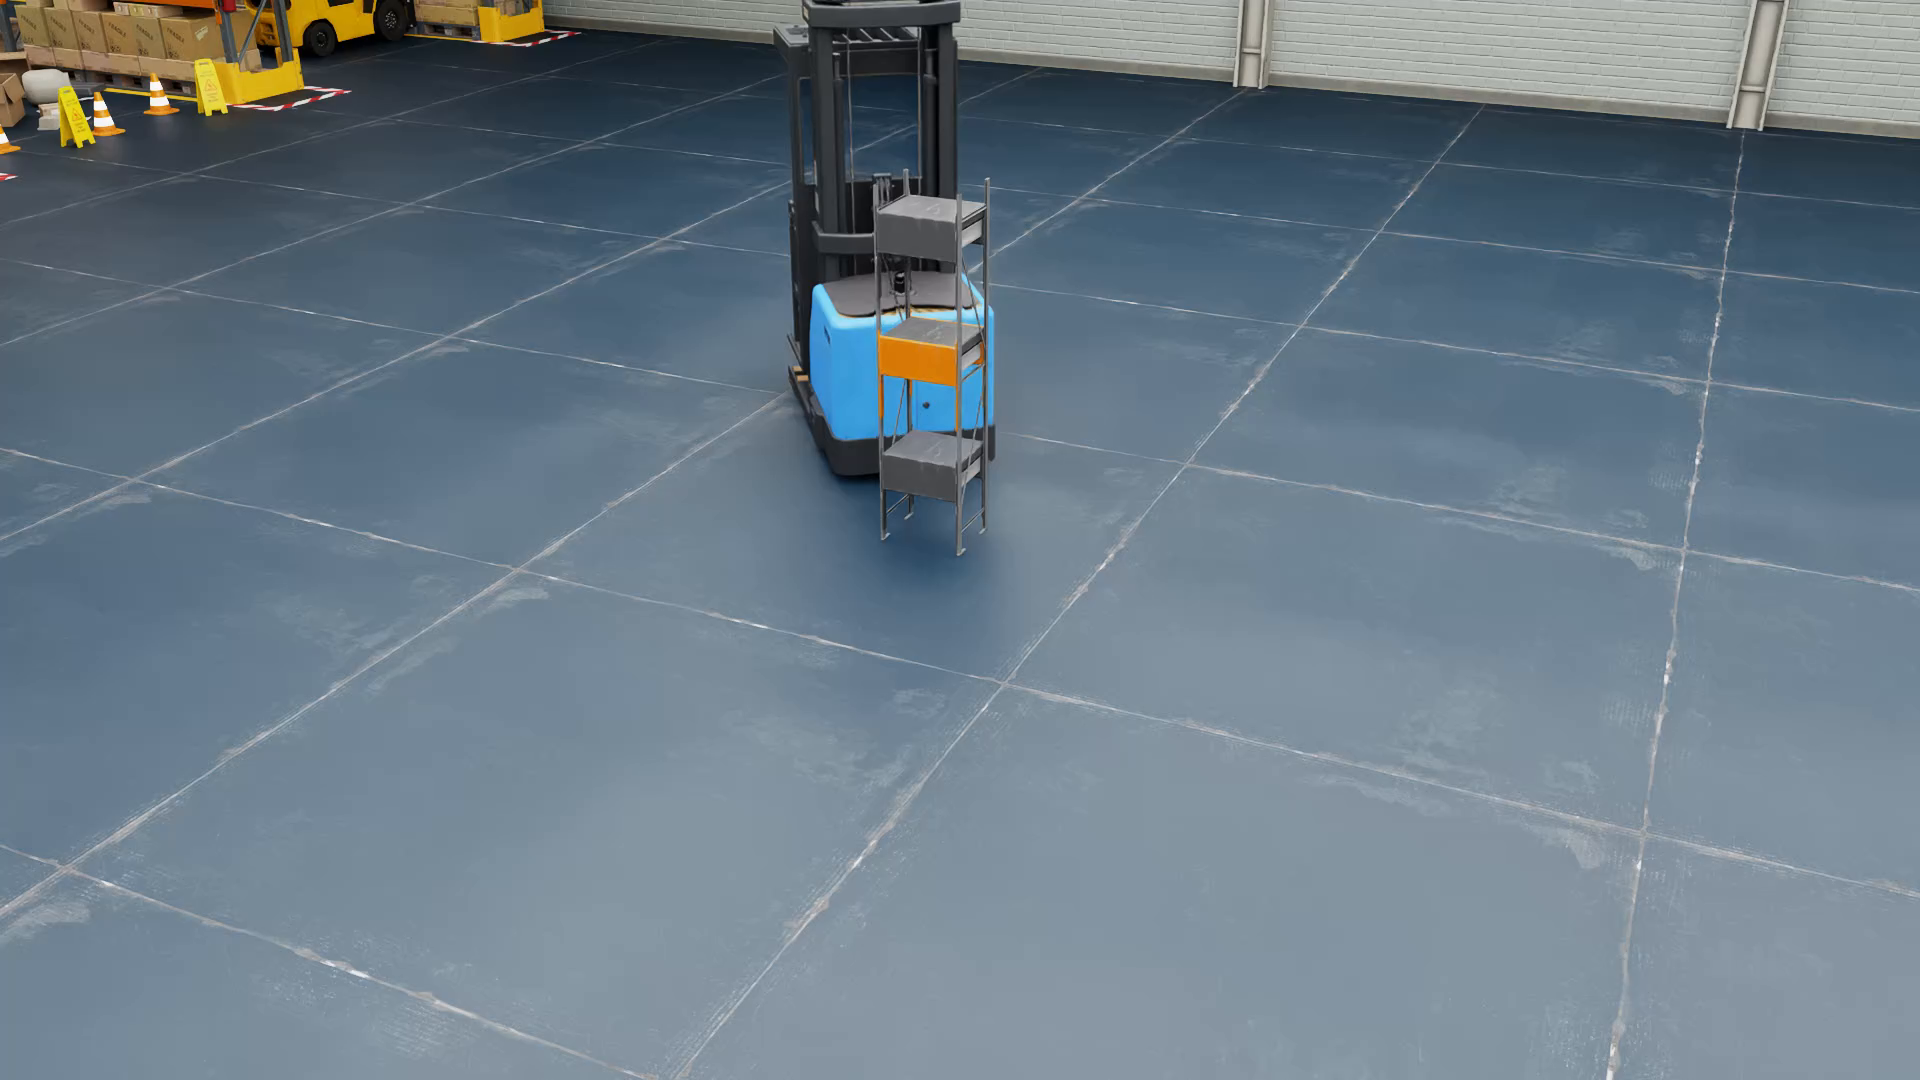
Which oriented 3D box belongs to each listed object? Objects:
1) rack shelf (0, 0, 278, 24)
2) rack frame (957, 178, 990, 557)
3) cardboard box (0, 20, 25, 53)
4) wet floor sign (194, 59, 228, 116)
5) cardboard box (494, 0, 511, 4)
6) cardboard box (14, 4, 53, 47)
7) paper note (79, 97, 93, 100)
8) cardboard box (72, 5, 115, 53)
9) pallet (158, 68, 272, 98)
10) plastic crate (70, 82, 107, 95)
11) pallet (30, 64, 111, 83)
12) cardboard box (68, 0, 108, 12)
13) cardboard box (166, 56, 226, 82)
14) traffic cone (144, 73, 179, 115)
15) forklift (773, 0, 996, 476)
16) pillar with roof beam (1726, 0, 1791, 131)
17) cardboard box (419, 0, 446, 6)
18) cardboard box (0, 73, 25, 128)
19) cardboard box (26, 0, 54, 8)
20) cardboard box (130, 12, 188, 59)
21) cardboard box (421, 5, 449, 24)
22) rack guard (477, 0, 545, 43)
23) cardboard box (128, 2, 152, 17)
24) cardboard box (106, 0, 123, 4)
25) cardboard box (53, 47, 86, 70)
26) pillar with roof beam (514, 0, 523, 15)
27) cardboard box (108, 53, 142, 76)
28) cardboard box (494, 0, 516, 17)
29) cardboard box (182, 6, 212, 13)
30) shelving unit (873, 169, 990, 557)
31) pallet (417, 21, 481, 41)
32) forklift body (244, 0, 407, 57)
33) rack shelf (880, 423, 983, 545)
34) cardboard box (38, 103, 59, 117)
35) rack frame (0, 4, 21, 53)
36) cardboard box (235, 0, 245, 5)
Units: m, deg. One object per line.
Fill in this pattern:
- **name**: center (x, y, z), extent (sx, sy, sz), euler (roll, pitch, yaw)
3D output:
- **rack shelf**: center (-10.704, -7.087, 21.564), extent (4.000, 0.370, 1.077), euler (11, 28, 22)
- **rack frame**: center (0.071, -0.928, 9.257), extent (0.015, 2.100, 0.400), euler (11, 28, 22)
- **cardboard box**: center (-13.003, -6.880, 22.828), extent (0.625, 0.372, 0.950), euler (12, 29, 22)
- **wet floor sign**: center (-9.153, -5.523, 20.238), extent (0.232, 0.644, 0.267), euler (23, 35, 39)
- **cardboard box**: center (-7.174, -8.390, 25.466), extent (0.500, 0.250, 0.500), euler (12, 29, 23)
- **cardboard box**: center (-12.099, -6.851, 22.057), extent (0.500, 0.500, 0.500), euler (13, 29, 24)
- **paper note**: center (-11.092, -5.605, 21.101), extent (0.148, 0.019, 0.142), euler (2, 26, 4)
- **cardboard box**: center (-11.136, -6.662, 21.674), extent (0.500, 0.500, 0.500), euler (13, 29, 24)
- **pallet**: center (-9.677, -5.970, 21.637), extent (1.213, 0.211, 1.003), euler (11, 28, 22)
- **plastic crate**: center (-11.435, -5.849, 21.540), extent (0.583, 0.080, 0.402), euler (2, 26, 4)
- **pallet**: center (-11.898, -6.416, 22.543), extent (1.213, 0.211, 1.003), euler (11, 28, 22)
- **cardboard box**: center (-11.295, -6.953, 21.531), extent (0.250, 0.149, 0.380), euler (13, 29, 25)
- **cardboard box**: center (-9.752, -6.043, 21.266), extent (0.500, 0.250, 0.500), euler (11, 28, 22)
- **traffic cone**: center (-9.809, -5.466, 20.329), extent (0.334, 0.463, 0.336), euler (11, 28, 22)
- **forklift**: center (-0.611, -2.346, 11.198), extent (1.130, 2.935, 3.031), euler (-6, 27, -12)
- **pillar with roof beam**: center (7.511, -7.200, 14.186), extent (0.400, 9.000, 9.100), euler (11, 28, 22)
- **cardboard box**: center (-7.856, -8.279, 25.242), extent (0.500, 0.250, 0.500), euler (11, 28, 21)
- **cardboard box**: center (-11.530, -5.228, 19.798), extent (0.637, 0.503, 0.797), euler (-7, 27, -14)
- **cardboard box**: center (-12.010, -7.095, 21.818), extent (0.250, 0.149, 0.380), euler (12, 29, 23)
- **cardboard box**: center (-10.197, -6.471, 21.287), extent (0.500, 0.500, 0.500), euler (12, 29, 24)
- **cardboard box**: center (-7.839, -8.049, 25.341), extent (0.500, 0.250, 0.500), euler (11, 28, 22)
- **rack guard**: center (-6.810, -7.915, 25.261), extent (0.348, 0.500, 1.175), euler (11, 28, 22)
- **cardboard box**: center (-10.310, -6.756, 21.130), extent (0.250, 0.149, 0.380), euler (12, 29, 23)
- **cardboard box**: center (-11.411, -6.974, 22.309), extent (0.500, 0.500, 0.500), euler (12, 29, 23)
- **cardboard box**: center (-11.608, -6.421, 22.034), extent (0.500, 0.250, 0.500), euler (13, 29, 25)
- **pillar with roof beam**: center (-8.875, -10.491, 20.871), extent (0.400, 9.000, 9.100), euler (11, 28, 22)
- **cardboard box**: center (-10.677, -6.230, 21.646), extent (0.500, 0.250, 0.500), euler (10, 28, 20)
- **cardboard box**: center (-7.198, -8.164, 25.574), extent (0.500, 0.250, 0.500), euler (11, 28, 22)
- **cardboard box**: center (-10.003, -6.692, 21.735), extent (0.500, 0.500, 0.500), euler (10, 28, 20)
- **shelving unit**: center (-0.151, -0.972, 9.348), extent (0.503, 2.100, 0.431), euler (11, 28, 22)
- **pallet**: center (-7.545, -7.913, 25.583), extent (1.213, 0.211, 1.003), euler (11, 28, 22)
- **forklift body**: center (-9.313, -8.273, 24.119), extent (1.214, 2.155, 2.313), euler (11, 28, 22)
- **rack shelf**: center (-0.151, -0.332, 9.663), extent (0.480, 0.518, 0.431), euler (11, 28, 22)
- **cardboard box**: center (-10.912, -5.193, 20.129), extent (0.380, 0.149, 0.250), euler (-18, 31, -31)
- **rack frame**: center (-12.524, -7.776, 22.148), extent (0.127, 3.000, 1.000), euler (11, 28, 22)
- **cardboard box**: center (-11.656, -9.131, 27.114), extent (0.625, 0.625, 0.875), euler (11, 28, 21)
